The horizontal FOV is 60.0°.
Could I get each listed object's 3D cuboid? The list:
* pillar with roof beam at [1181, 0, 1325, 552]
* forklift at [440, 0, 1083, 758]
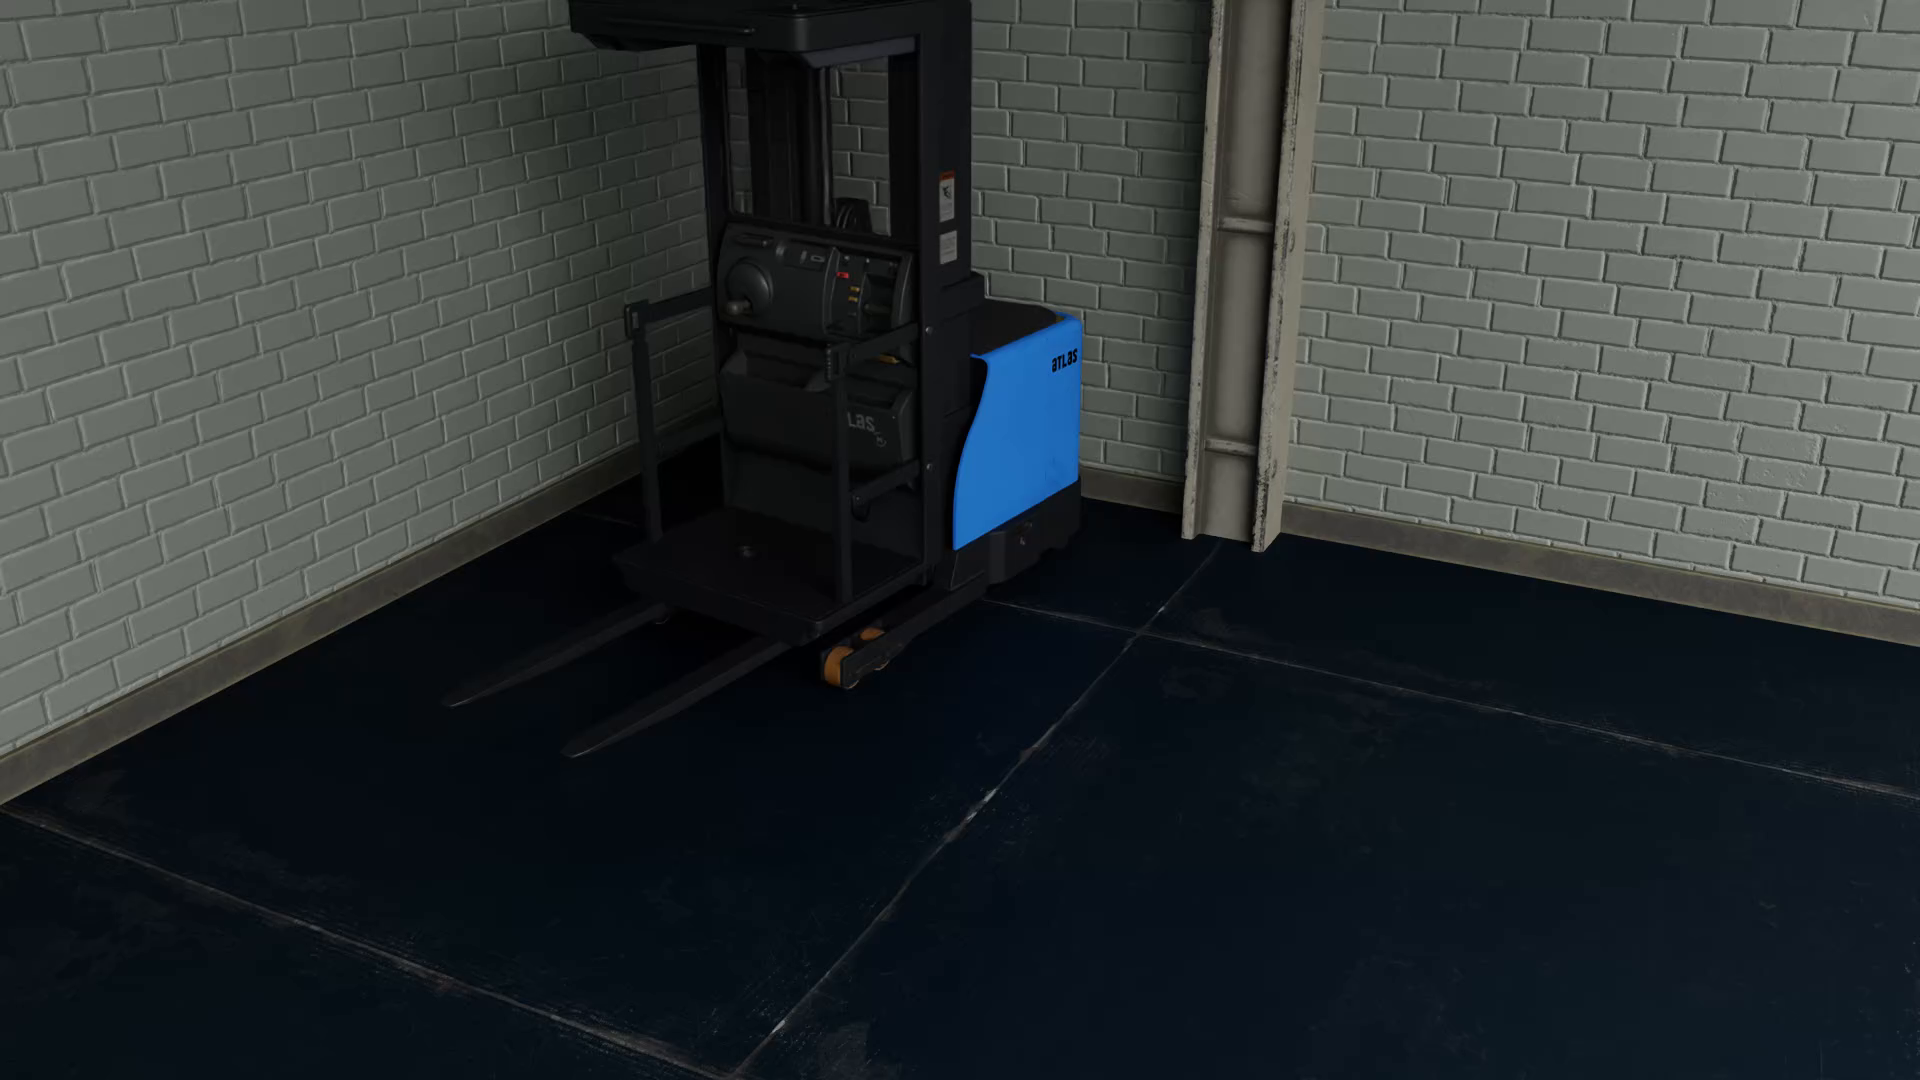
[{"bbox_3d":[-0.666,-2.668,2.526,0.400,9.000,9.100,11,25,25],"label":"pillar with roof beam"},{"bbox_3d":[-0.694,-0.987,6.326,1.130,2.935,3.031,15,27,32],"label":"forklift"}]
